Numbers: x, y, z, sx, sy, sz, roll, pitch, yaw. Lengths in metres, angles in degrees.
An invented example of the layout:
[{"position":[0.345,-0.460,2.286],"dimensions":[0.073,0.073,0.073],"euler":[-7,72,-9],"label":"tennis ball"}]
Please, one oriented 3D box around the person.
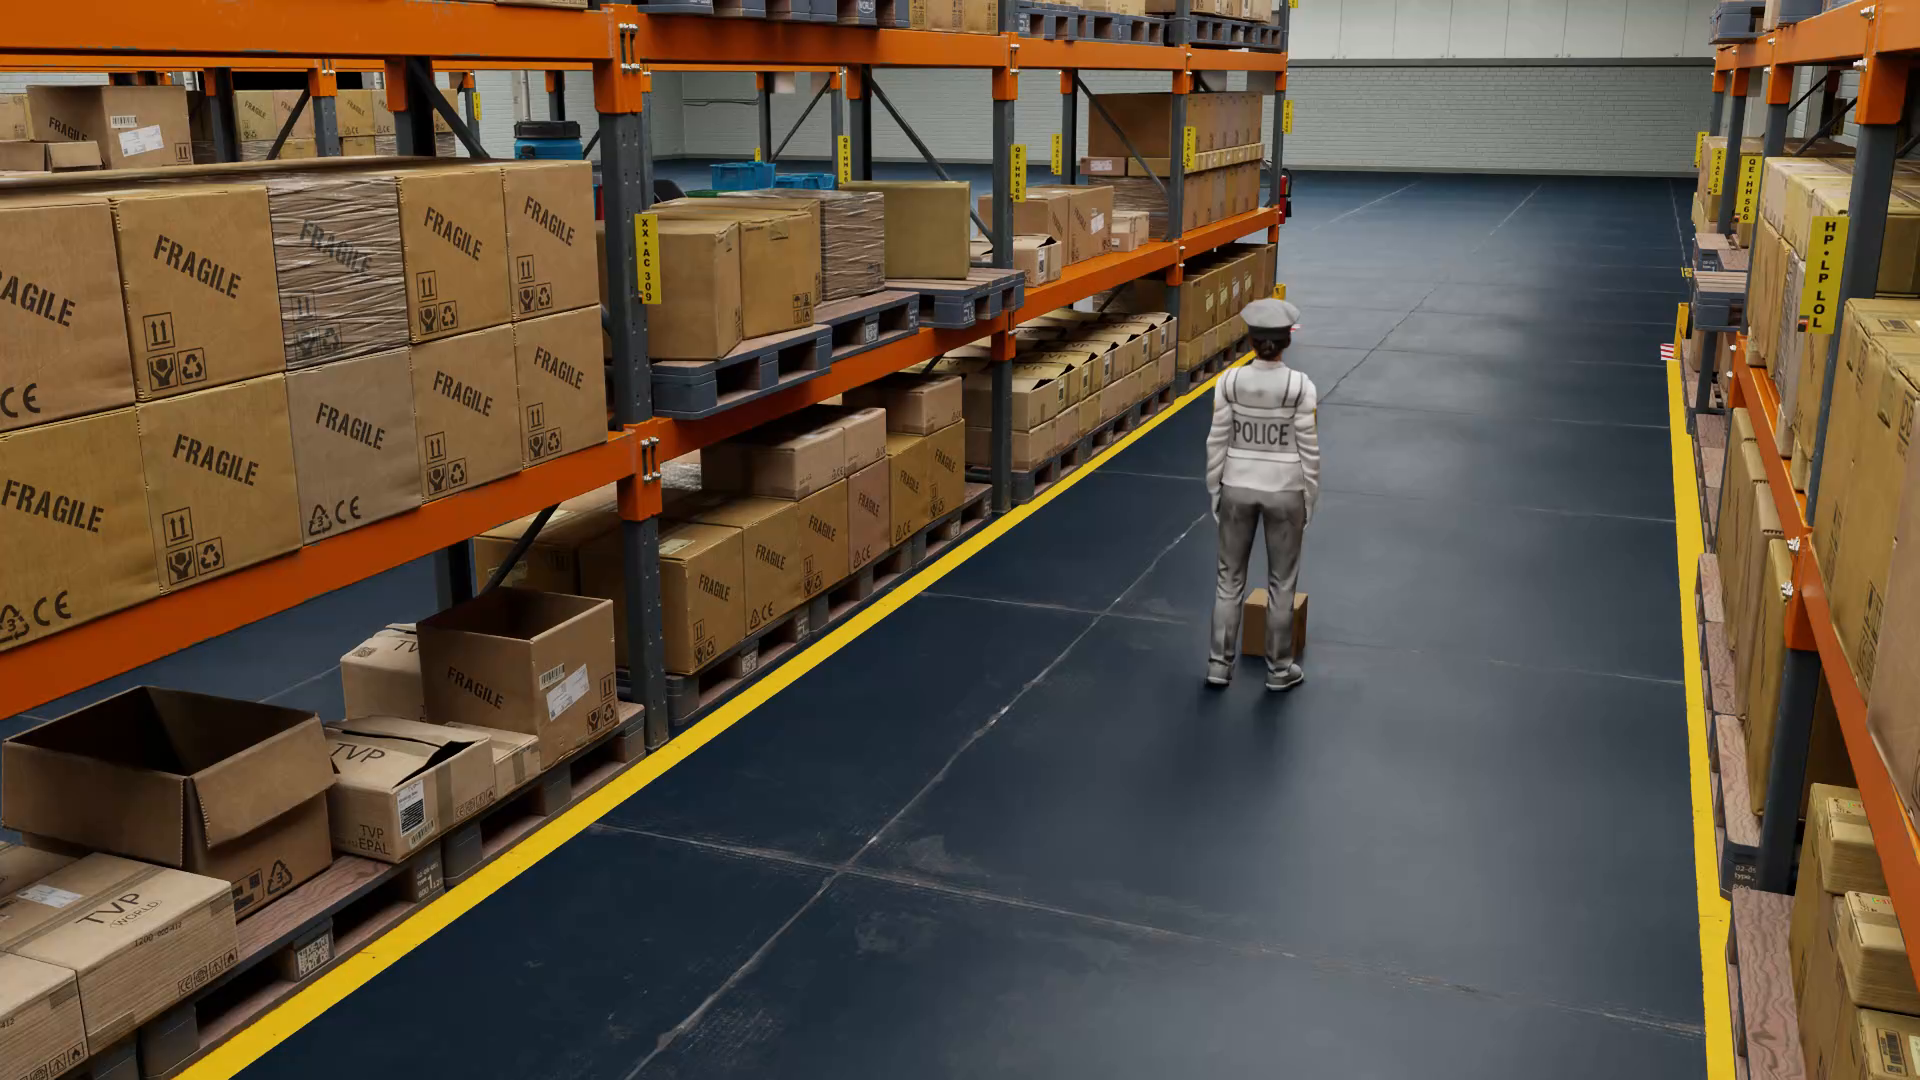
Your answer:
[{"position":[1.291,-0.168,7.135],"dimensions":[0.482,1.723,0.350],"euler":[6,17,22],"label":"person"}]
